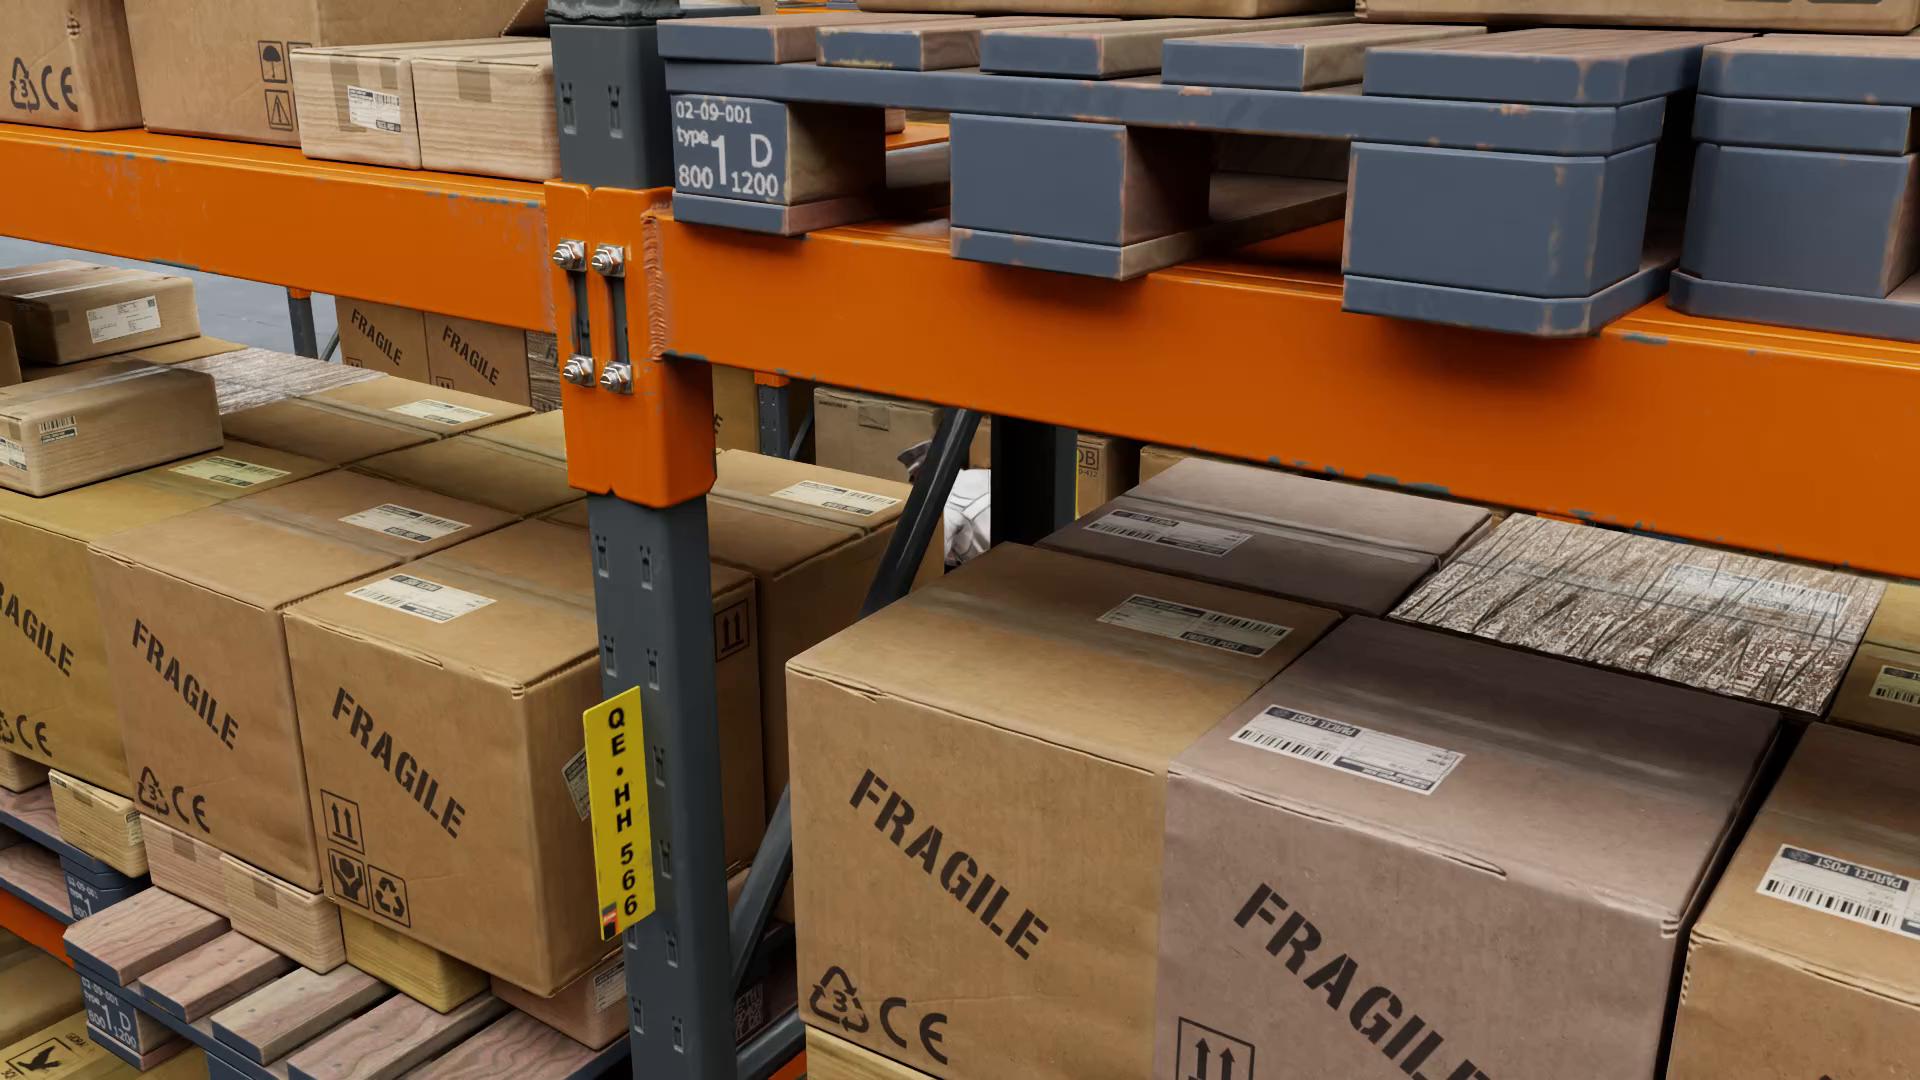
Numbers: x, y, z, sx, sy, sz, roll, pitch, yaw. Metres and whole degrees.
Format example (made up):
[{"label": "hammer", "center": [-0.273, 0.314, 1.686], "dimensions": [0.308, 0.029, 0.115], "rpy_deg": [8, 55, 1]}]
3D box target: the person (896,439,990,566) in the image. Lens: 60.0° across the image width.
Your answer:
[{"label": "person", "center": [0.107, 0.212, 6.787], "dimensions": [0.577, 1.205, 0.900], "rpy_deg": [-18, 26, -40]}]
